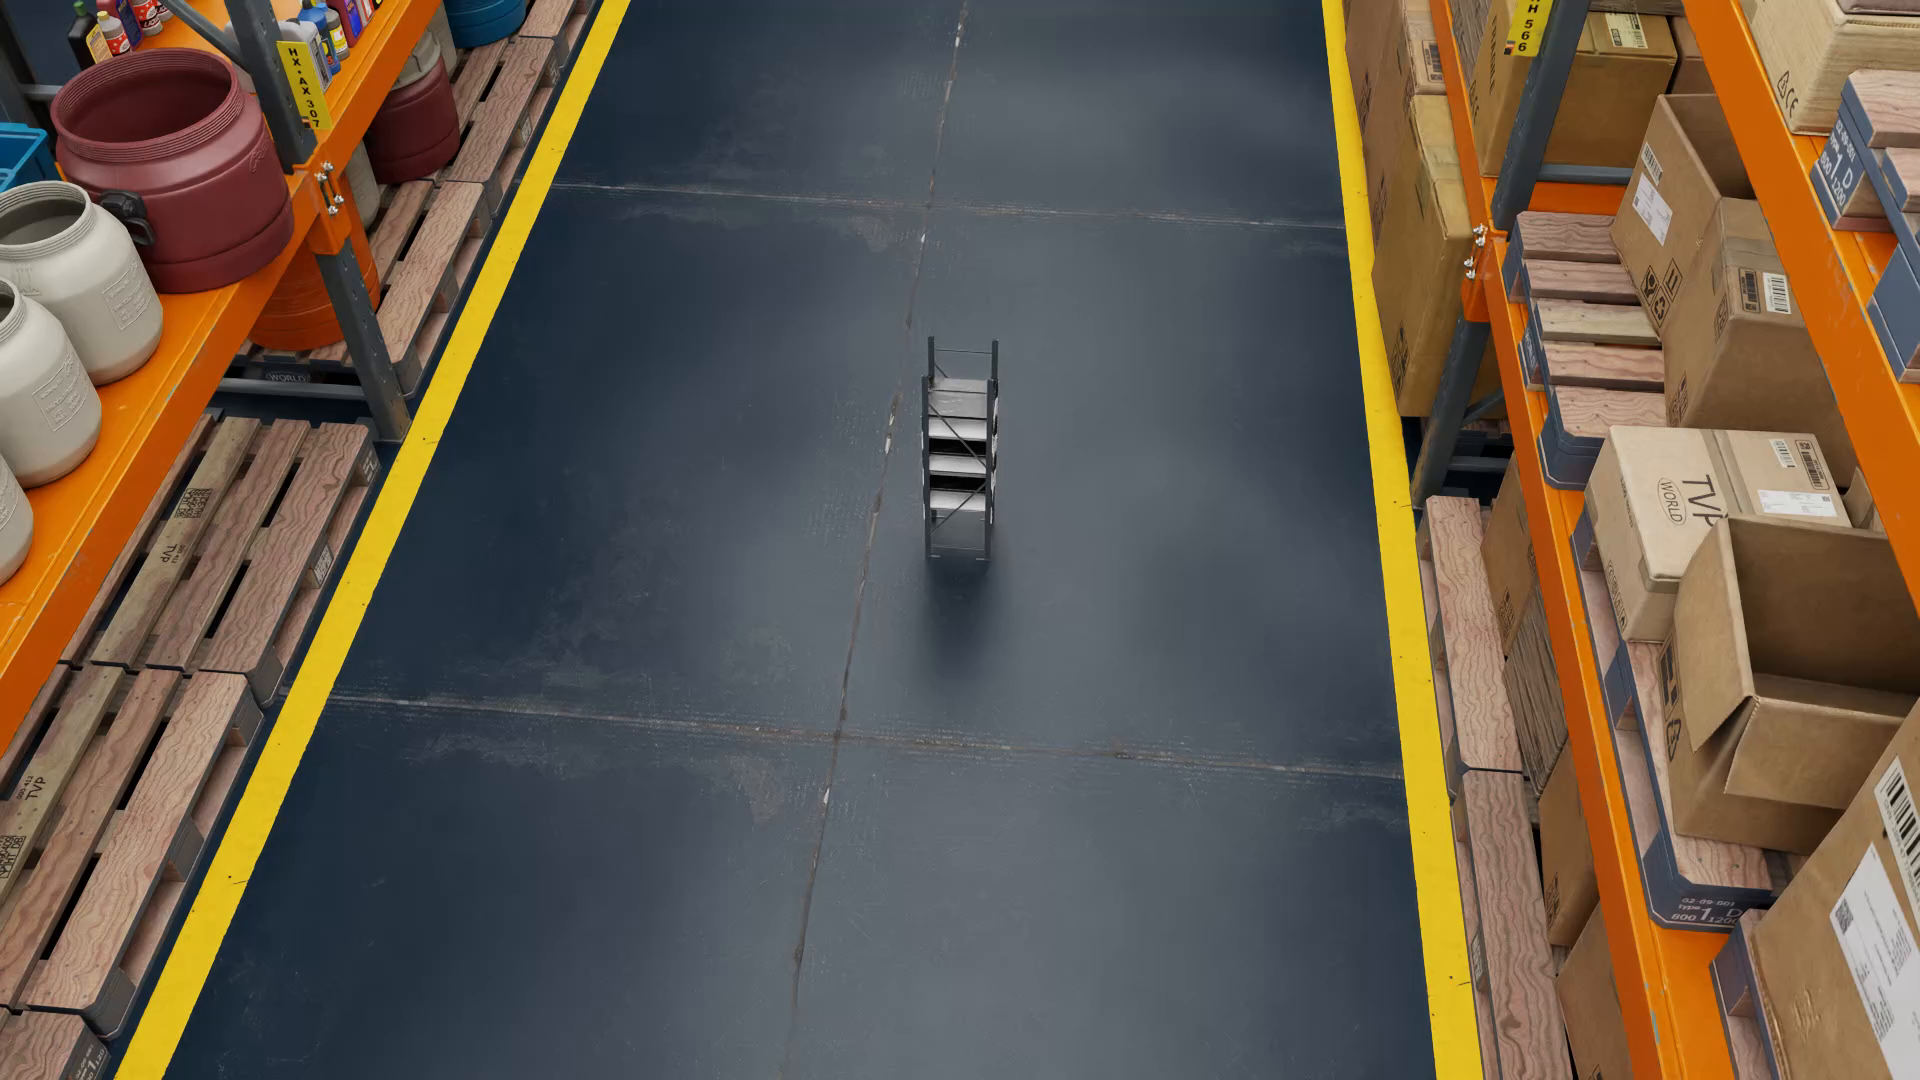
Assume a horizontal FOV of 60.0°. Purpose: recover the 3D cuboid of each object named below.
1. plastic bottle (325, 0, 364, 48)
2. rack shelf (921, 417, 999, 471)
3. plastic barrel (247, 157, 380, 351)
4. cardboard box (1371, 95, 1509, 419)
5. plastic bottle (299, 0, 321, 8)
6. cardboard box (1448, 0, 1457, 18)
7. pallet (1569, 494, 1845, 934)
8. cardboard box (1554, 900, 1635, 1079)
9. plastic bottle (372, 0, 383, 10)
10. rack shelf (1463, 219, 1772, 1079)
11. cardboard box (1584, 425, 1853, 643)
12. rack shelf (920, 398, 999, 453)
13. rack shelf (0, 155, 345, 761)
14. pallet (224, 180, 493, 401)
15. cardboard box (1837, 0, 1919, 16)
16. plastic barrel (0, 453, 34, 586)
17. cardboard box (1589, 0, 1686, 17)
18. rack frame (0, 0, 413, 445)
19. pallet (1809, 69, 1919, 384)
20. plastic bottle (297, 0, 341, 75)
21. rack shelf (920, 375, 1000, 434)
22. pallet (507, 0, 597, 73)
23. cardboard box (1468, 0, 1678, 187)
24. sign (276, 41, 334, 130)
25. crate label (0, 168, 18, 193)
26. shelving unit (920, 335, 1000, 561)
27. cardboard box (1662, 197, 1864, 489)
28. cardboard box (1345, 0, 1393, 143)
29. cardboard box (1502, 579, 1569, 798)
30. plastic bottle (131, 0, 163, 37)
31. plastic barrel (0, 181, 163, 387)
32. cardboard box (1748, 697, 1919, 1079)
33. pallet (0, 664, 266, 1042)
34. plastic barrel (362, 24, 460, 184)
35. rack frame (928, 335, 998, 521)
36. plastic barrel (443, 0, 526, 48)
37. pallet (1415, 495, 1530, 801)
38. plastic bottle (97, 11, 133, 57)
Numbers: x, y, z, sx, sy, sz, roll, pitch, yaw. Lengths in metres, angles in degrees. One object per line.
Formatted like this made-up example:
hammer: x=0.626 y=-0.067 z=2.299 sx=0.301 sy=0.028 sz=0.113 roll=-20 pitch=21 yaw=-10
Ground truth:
plastic bottle: x=-2.265 y=-1.964 z=6.093 sx=0.061 sy=0.283 sz=0.133 roll=4 pitch=48 yaw=4
rack shelf: x=0.001 y=-0.348 z=5.882 sx=0.258 sy=0.077 sz=0.200 roll=4 pitch=48 yaw=4
plastic barrel: x=-2.674 y=-1.239 z=6.536 sx=0.600 sy=0.830 sz=0.708 roll=4 pitch=48 yaw=4
cardboard box: x=2.314 y=-1.066 z=6.347 sx=1.225 sy=0.875 sz=0.875 roll=2 pitch=48 yaw=2
plastic bottle: x=-2.424 y=-2.033 z=6.211 sx=0.097 sy=0.201 sz=0.097 roll=0 pitch=48 yaw=0
cardboard box: x=2.124 y=-2.296 z=6.250 sx=0.500 sy=0.500 sz=0.500 roll=2 pitch=48 yaw=2
pallet: x=2.091 y=0.387 z=3.994 sx=1.003 sy=0.211 sz=1.213 roll=4 pitch=48 yaw=4
cardboard box: x=2.056 y=1.289 z=4.434 sx=0.700 sy=0.500 sz=0.500 roll=0 pitch=48 yaw=0
plastic bottle: x=-2.241 y=-2.161 z=6.273 sx=0.061 sy=0.283 sz=0.133 roll=4 pitch=48 yaw=4
rack shelf: x=2.048 y=0.577 z=4.177 sx=1.077 sy=0.370 sz=4.000 roll=4 pitch=48 yaw=4
cardboard box: x=1.849 y=-0.011 z=4.044 sx=0.500 sy=0.250 sz=0.500 roll=3 pitch=48 yaw=2
rack shelf: x=0.001 y=-0.409 z=5.815 sx=0.258 sy=0.077 sz=0.200 roll=4 pitch=48 yaw=4
rack shelf: x=-2.884 y=0.244 z=4.482 sx=1.077 sy=0.370 sz=4.000 roll=4 pitch=48 yaw=4
pallet: x=-2.671 y=-1.110 z=7.122 sx=1.003 sy=0.211 sz=1.213 roll=4 pitch=48 yaw=4
cardboard box: x=1.843 y=-1.280 z=2.948 sx=0.500 sy=0.500 sz=0.500 roll=3 pitch=48 yaw=2
plastic barrel: x=-2.655 y=-0.121 z=4.235 sx=0.433 sy=0.535 sz=0.433 roll=0 pitch=48 yaw=0
cardboard box: x=2.313 y=-2.044 z=5.339 sx=0.797 sy=0.503 sz=0.637 roll=5 pitch=48 yaw=5
rack frame: x=-2.702 y=-1.469 z=5.560 sx=1.000 sy=3.000 sz=0.127 roll=4 pitch=48 yaw=4
pallet: x=2.120 y=-0.354 z=2.635 sx=1.213 sy=0.211 sz=1.003 roll=4 pitch=48 yaw=4
plastic bottle: x=-2.303 y=-1.805 z=5.955 sx=0.097 sy=0.271 sz=0.097 roll=0 pitch=48 yaw=0
rack shelf: x=0.001 y=-0.469 z=5.749 sx=0.258 sy=0.077 sz=0.200 roll=4 pitch=48 yaw=4
pallet: x=-2.449 y=-2.903 z=8.762 sx=1.003 sy=0.211 sz=1.213 roll=4 pitch=48 yaw=4
cardboard box: x=2.029 y=-1.549 z=5.566 sx=0.500 sy=0.500 sz=0.500 roll=5 pitch=48 yaw=5
sign: x=-2.153 y=-1.492 z=5.471 sx=0.100 sy=0.325 sz=0.005 roll=4 pitch=48 yaw=4
crate label: x=-3.062 y=-0.769 z=4.896 sx=0.502 sy=0.435 sz=0.616 roll=4 pitch=48 yaw=4
shelving unit: x=0.001 y=-0.310 z=5.923 sx=0.258 sy=0.900 sz=0.210 roll=4 pitch=48 yaw=4
cardboard box: x=2.270 y=-0.495 z=4.317 sx=0.700 sy=0.500 sz=0.500 roll=10 pitch=48 yaw=9
cardboard box: x=2.476 y=-2.371 z=7.541 sx=1.225 sy=0.875 sz=0.875 roll=2 pitch=48 yaw=2
cardboard box: x=2.152 y=0.462 z=5.191 sx=0.700 sy=0.500 sz=0.500 roll=0 pitch=48 yaw=0
plastic bottle: x=-3.040 y=-1.981 z=6.163 sx=0.097 sy=0.201 sz=0.097 roll=0 pitch=48 yaw=0
plastic barrel: x=-2.583 y=-0.736 z=4.815 sx=0.421 sy=0.512 sz=0.421 roll=0 pitch=48 yaw=0
cardboard box: x=2.078 y=0.885 z=2.716 sx=1.000 sy=1.000 sz=1.000 roll=4 pitch=48 yaw=4
pallet: x=-2.925 y=0.933 z=5.253 sx=1.003 sy=0.211 sz=1.213 roll=4 pitch=48 yaw=4
plastic barrel: x=-2.571 y=-1.987 z=7.384 sx=0.600 sy=0.588 sz=0.708 roll=4 pitch=48 yaw=4
rack frame: x=0.010 y=-0.384 z=5.992 sx=0.240 sy=0.900 sz=0.006 roll=4 pitch=48 yaw=4
plastic barrel: x=-2.468 y=-2.923 z=8.028 sx=0.600 sy=0.901 sz=0.708 roll=4 pitch=48 yaw=4
pallet: x=2.158 y=0.380 z=5.760 sx=1.003 sy=0.211 sz=1.213 roll=4 pitch=48 yaw=4
plastic bottle: x=-3.061 y=-1.811 z=6.008 sx=0.097 sy=0.201 sz=0.097 roll=0 pitch=48 yaw=0
